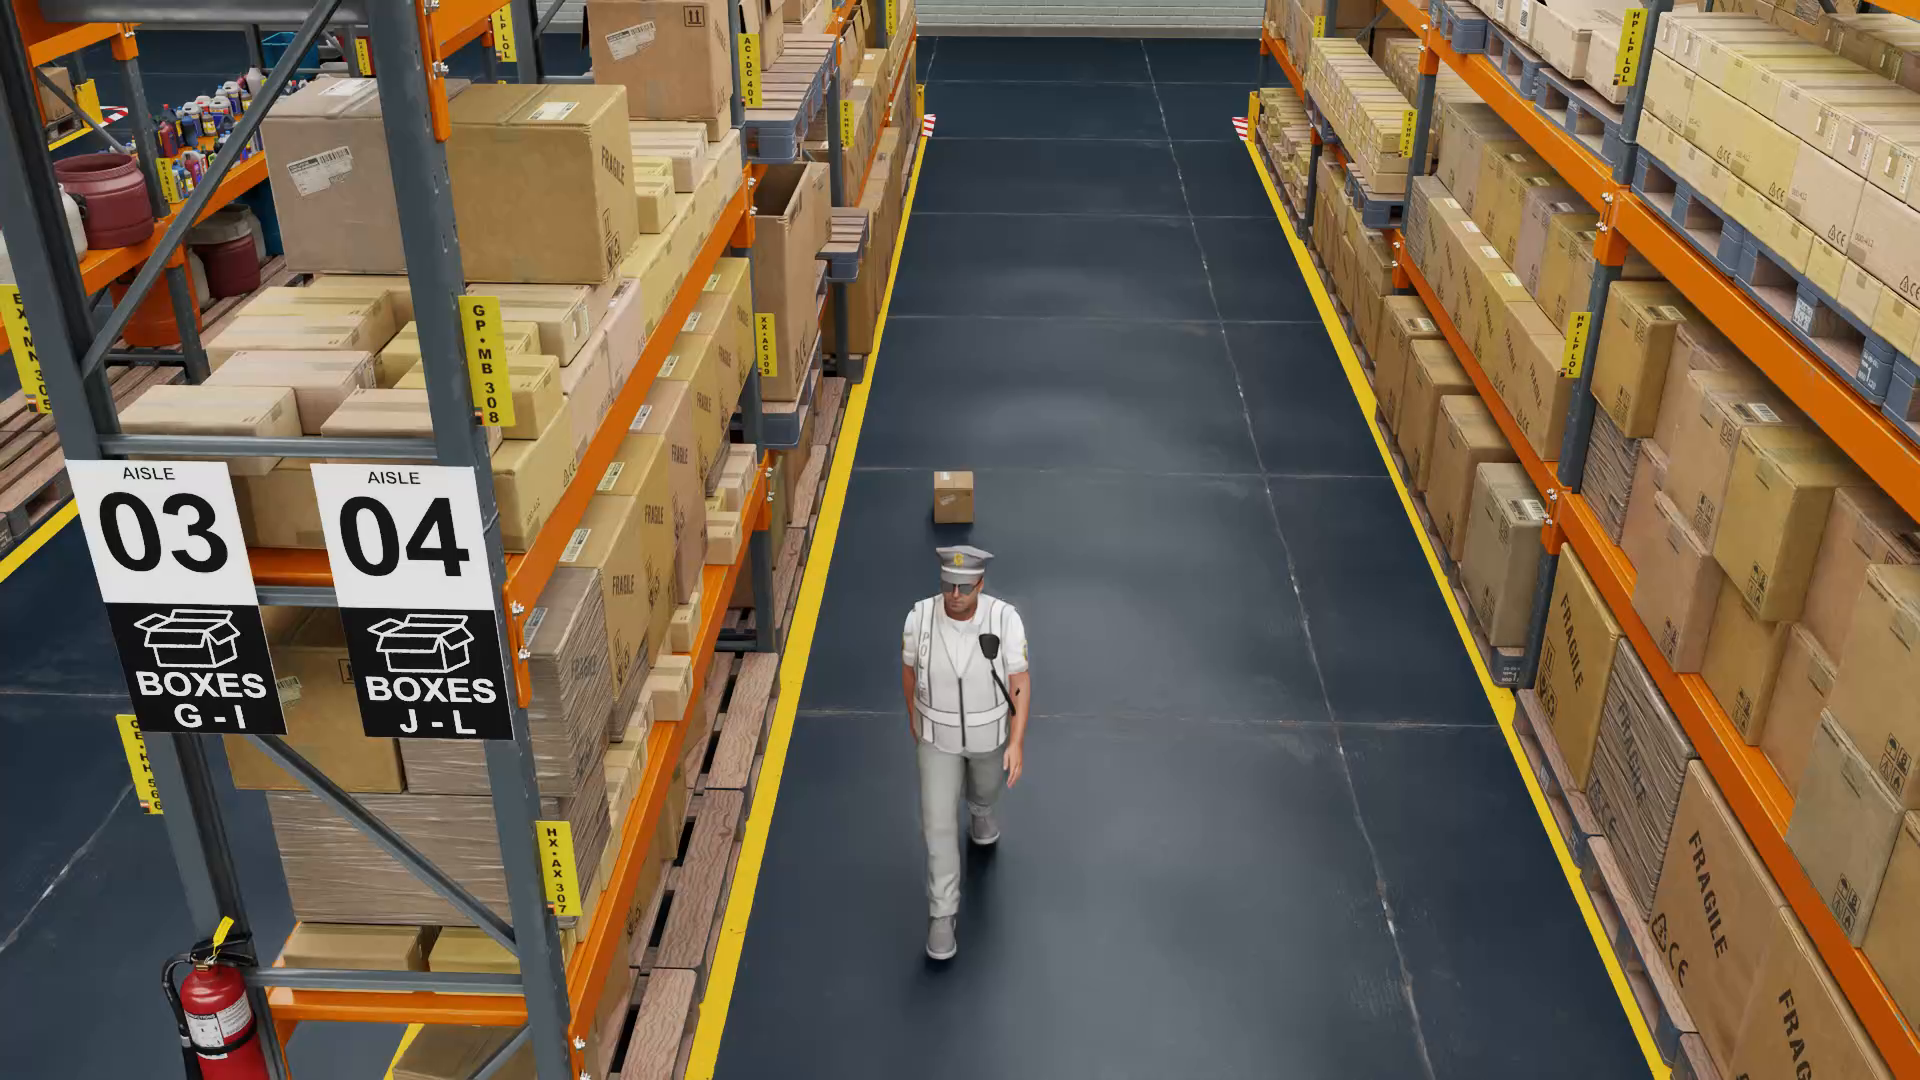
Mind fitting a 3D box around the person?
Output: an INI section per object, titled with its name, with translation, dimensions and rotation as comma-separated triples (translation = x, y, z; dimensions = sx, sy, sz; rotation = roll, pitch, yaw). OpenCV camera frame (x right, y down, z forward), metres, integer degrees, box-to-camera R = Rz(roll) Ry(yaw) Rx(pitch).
[person]
translation = 0.025, 0.801, 7.067
dimensions = 0.538, 1.714, 1.075
rotation = -1, 28, -1
